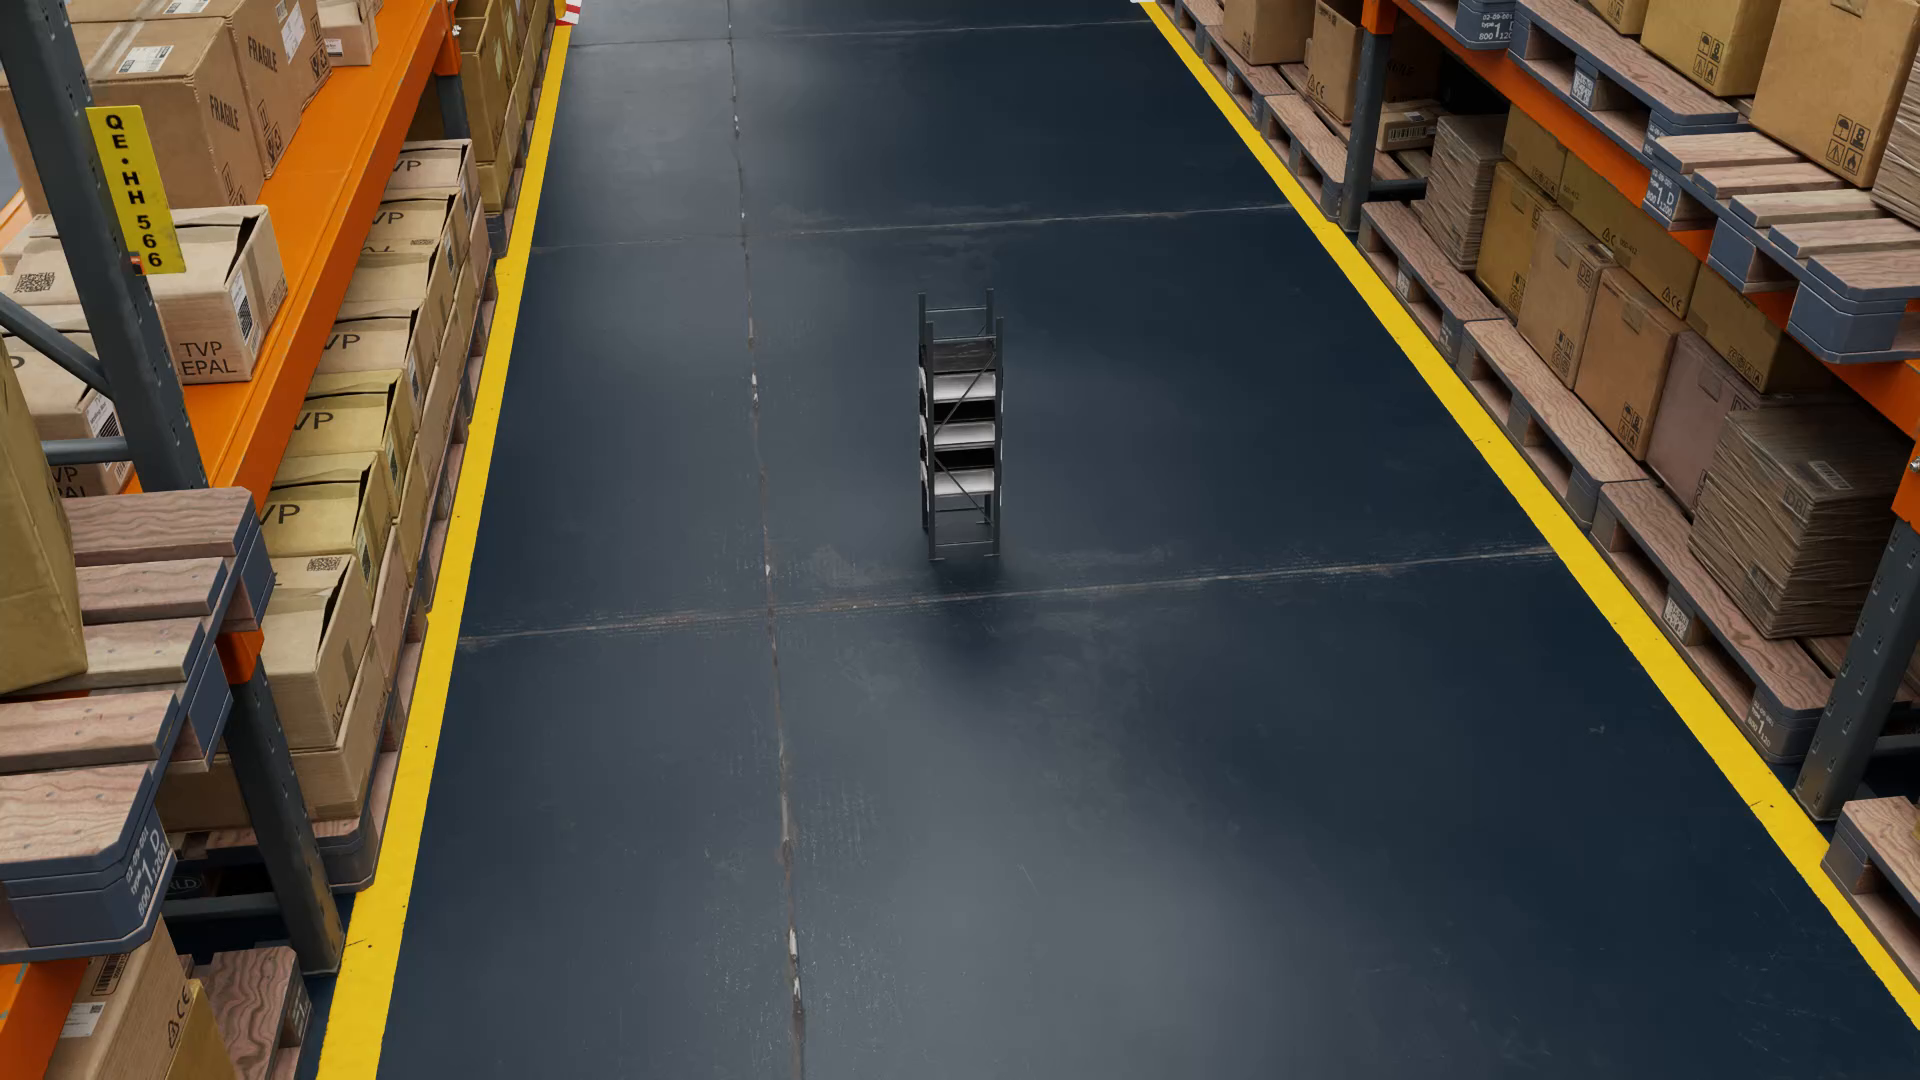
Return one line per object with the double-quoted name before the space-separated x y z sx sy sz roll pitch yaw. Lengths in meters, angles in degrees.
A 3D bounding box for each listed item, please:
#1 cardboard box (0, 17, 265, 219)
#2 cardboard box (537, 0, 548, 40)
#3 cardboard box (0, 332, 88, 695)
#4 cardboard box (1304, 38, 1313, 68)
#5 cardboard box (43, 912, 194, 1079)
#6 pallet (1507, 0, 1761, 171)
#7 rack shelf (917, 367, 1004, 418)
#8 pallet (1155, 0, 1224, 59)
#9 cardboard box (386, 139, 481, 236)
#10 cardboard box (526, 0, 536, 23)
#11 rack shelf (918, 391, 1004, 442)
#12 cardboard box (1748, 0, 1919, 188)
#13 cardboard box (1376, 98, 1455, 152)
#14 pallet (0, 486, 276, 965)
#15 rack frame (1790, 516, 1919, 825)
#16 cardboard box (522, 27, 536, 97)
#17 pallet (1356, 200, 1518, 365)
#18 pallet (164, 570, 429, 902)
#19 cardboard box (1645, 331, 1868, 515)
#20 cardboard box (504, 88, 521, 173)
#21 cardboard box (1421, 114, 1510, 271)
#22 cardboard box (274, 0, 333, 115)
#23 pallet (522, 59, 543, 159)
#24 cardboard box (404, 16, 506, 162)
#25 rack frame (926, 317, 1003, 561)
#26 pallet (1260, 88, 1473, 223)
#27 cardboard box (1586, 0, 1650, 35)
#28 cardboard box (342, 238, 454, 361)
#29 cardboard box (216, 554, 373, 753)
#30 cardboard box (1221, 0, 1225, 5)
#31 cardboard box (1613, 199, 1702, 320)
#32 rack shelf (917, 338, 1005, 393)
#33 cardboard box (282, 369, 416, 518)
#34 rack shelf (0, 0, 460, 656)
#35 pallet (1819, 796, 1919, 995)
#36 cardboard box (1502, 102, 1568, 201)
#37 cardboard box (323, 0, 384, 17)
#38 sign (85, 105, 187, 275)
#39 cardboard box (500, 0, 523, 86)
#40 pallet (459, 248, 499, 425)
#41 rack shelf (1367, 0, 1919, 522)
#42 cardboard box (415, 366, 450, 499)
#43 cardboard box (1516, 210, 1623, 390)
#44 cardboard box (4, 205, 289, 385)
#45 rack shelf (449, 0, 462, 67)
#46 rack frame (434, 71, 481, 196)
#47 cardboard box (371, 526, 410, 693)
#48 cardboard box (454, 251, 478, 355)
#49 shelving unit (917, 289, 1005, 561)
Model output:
"cardboard box" -2.299 -1.125 4.648 0.500 0.500 0.500 -6 35 -9
"cardboard box" -2.689 -3.095 9.697 0.500 0.250 0.500 -4 35 -6
"cardboard box" -1.861 -0.020 2.655 0.700 0.500 0.500 -16 37 -22
"cardboard box" 2.118 -2.656 9.124 0.380 0.149 0.250 -7 35 -10
"cardboard box" -1.687 0.928 2.888 0.500 0.250 0.500 -3 34 -5
"pallet" 2.544 -1.548 5.528 1.003 0.211 1.213 -4 35 -6
"rack shelf" 0.001 -0.489 5.407 0.258 0.077 0.200 -4 35 -6
"pallet" 1.859 -3.339 10.463 1.003 0.211 1.213 -4 35 -6
"cardboard box" -2.257 -1.445 6.778 0.500 0.311 0.500 -4 35 -6
"cardboard box" -2.617 -3.126 9.077 0.500 0.500 0.500 -4 35 -6
"rack shelf" 0.001 -0.414 5.458 0.258 0.077 0.200 -4 35 -6
"cardboard box" 2.676 -1.320 4.544 0.700 0.500 0.500 -8 35 -11
"cardboard box" 2.211 -2.065 8.242 0.380 0.166 0.250 -9 35 -13
"pallet" -1.897 0.304 2.811 1.213 0.211 1.003 -4 35 -6
"rack frame" 2.851 -0.526 3.858 1.000 3.000 0.127 -4 35 -6
"cardboard box" -2.555 -2.537 8.878 0.500 0.250 0.500 -4 35 -6
"pallet" 2.419 -1.171 7.281 1.003 0.211 1.213 -4 35 -6
"pallet" -2.129 0.541 4.768 1.003 0.211 1.213 -4 35 -6
"cardboard box" 2.748 -0.369 5.456 0.700 0.500 0.500 -4 35 -6
"cardboard box" -2.420 -1.979 8.059 0.500 0.250 0.500 -4 35 -6
"cardboard box" 2.428 -1.497 7.113 0.700 0.500 0.500 -3 34 -5
"cardboard box" -2.437 -1.698 5.490 0.500 0.500 0.500 -2 34 -3
"pallet" -2.828 -2.358 9.022 1.003 0.211 1.213 -4 35 -6
"cardboard box" -2.348 -2.010 7.439 0.500 0.500 0.500 -4 35 -6
"rack frame" 0.015 -0.311 5.407 0.240 0.900 0.006 -4 35 -6
"pallet" 2.187 -1.978 8.465 1.003 0.211 1.213 -4 35 -6
"cardboard box" 2.535 -2.017 5.567 0.700 0.500 0.500 0 34 0
"cardboard box" -2.116 -0.877 5.944 0.500 0.311 0.500 -4 35 -7
"cardboard box" -1.837 0.268 4.264 0.500 0.311 0.500 -3 34 -5
"cardboard box" 1.855 -3.350 9.999 0.500 0.311 0.500 -2 34 -2
"cardboard box" 2.614 -0.992 5.705 0.500 0.250 0.500 -5 35 -7
"rack shelf" 0.001 -0.563 5.357 0.258 0.077 0.200 -4 35 -6
"cardboard box" -1.982 -0.309 5.111 0.500 0.311 0.500 -5 35 -8
"rack shelf" -2.326 -0.967 5.145 1.077 0.370 4.000 -4 35 -6
"pallet" 2.882 1.072 3.989 1.003 0.211 1.213 -4 35 -6
"cardboard box" 2.491 -1.562 6.541 0.500 0.250 0.500 -5 35 -7
"cardboard box" -2.486 -2.047 6.224 0.500 0.250 0.500 -2 34 -3
"sign" -1.521 -0.641 3.069 0.100 0.325 0.005 -4 35 -6
"cardboard box" -2.482 -2.568 8.258 0.500 0.500 0.500 -4 35 -6
"pallet" -2.458 -0.820 6.766 1.003 0.211 1.213 -4 35 -6
"rack shelf" 2.582 -1.345 5.698 1.077 0.370 4.000 -4 35 -6
"cardboard box" -2.050 -0.357 5.678 0.500 0.250 0.500 -4 34 -5
"cardboard box" 2.576 -0.925 6.273 0.700 0.500 0.500 -4 34 -6
"cardboard box" -1.986 -0.625 4.083 0.500 0.311 0.500 -5 35 -7
"rack shelf" -2.864 -3.199 8.420 1.077 0.370 4.000 -4 35 -6
"rack frame" -2.595 -2.381 6.580 1.000 3.000 0.127 -4 35 -6
"cardboard box" -1.905 0.219 4.833 0.500 0.250 0.500 -5 35 -8
"cardboard box" -2.186 -0.926 6.514 0.500 0.250 0.500 -5 35 -7
"shelving unit" 0.001 -0.367 5.490 0.258 0.900 0.210 -4 35 -6
